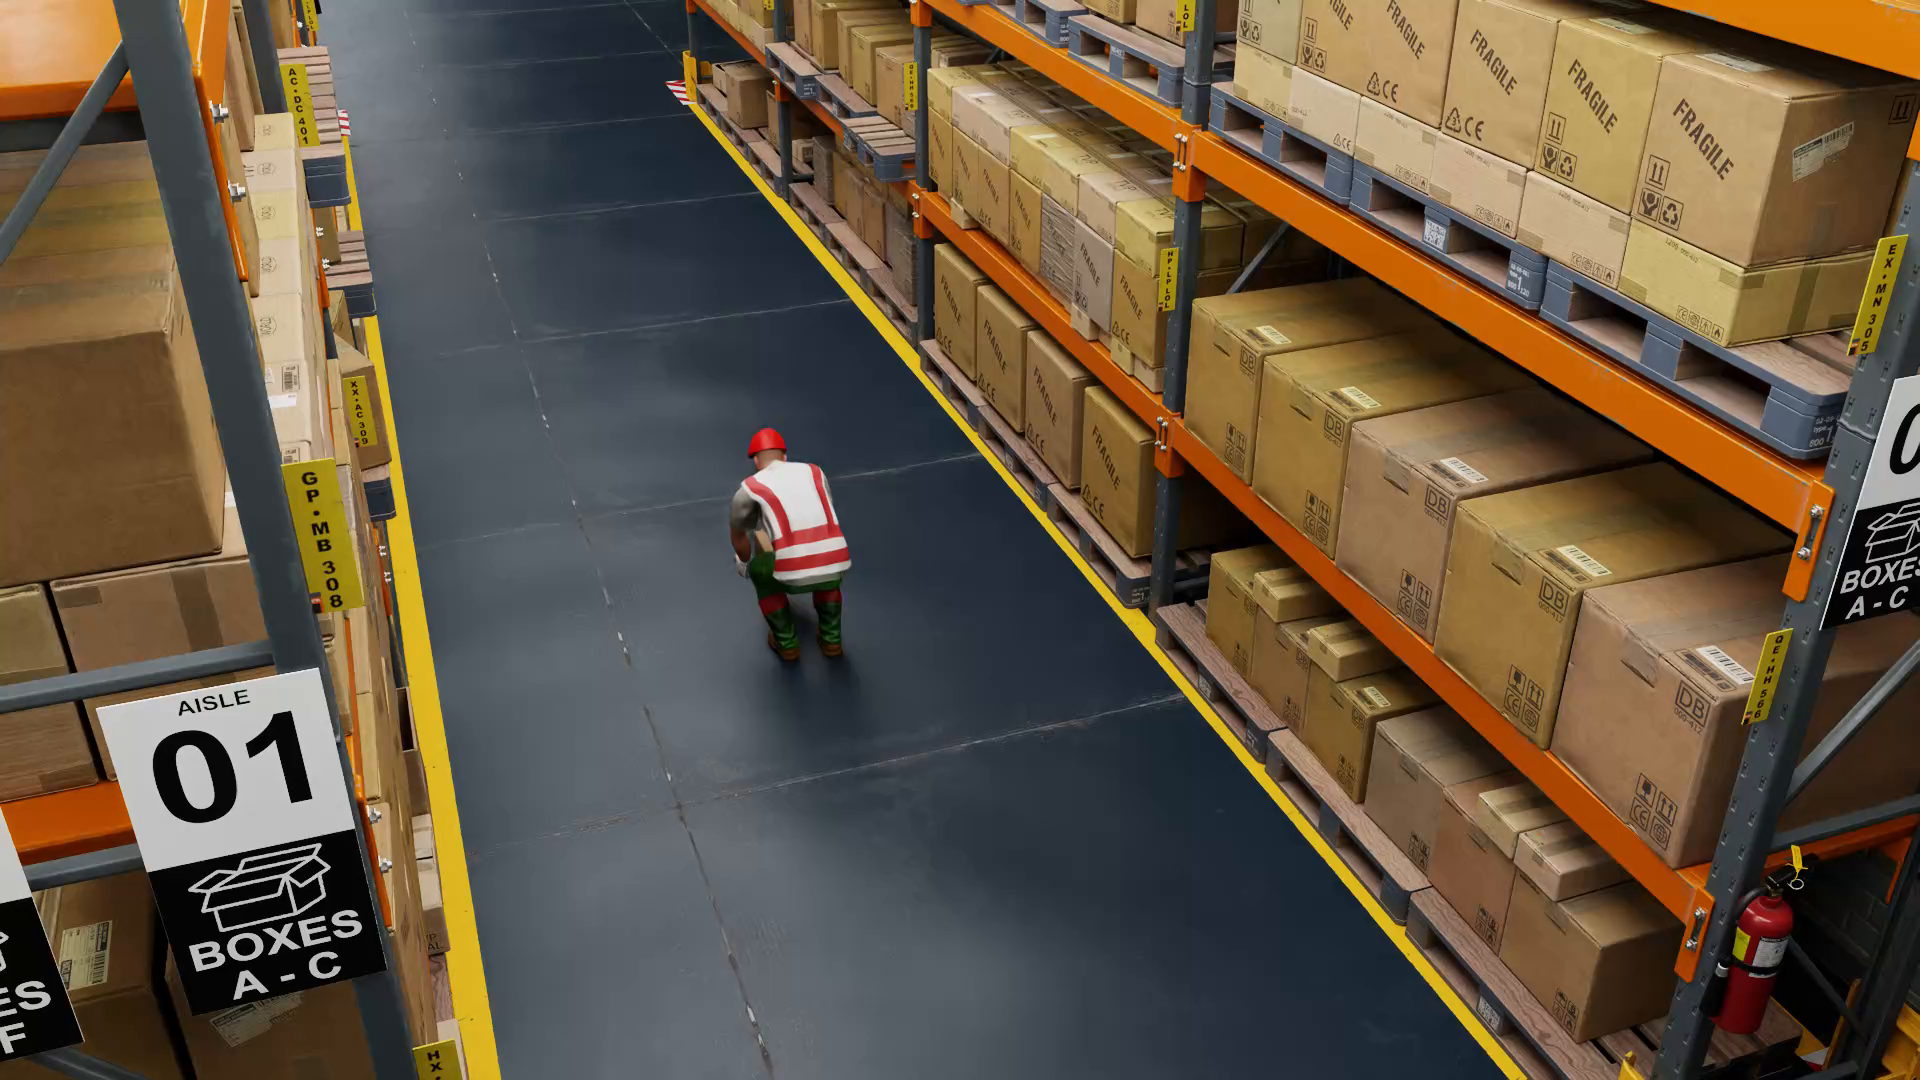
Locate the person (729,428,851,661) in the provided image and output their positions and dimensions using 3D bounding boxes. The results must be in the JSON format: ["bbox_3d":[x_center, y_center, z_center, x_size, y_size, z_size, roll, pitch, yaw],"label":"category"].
[{"bbox_3d":[-0.906,0.055,8.865,0.582,1.161,0.850,-10,31,-18],"label":"person"}]
